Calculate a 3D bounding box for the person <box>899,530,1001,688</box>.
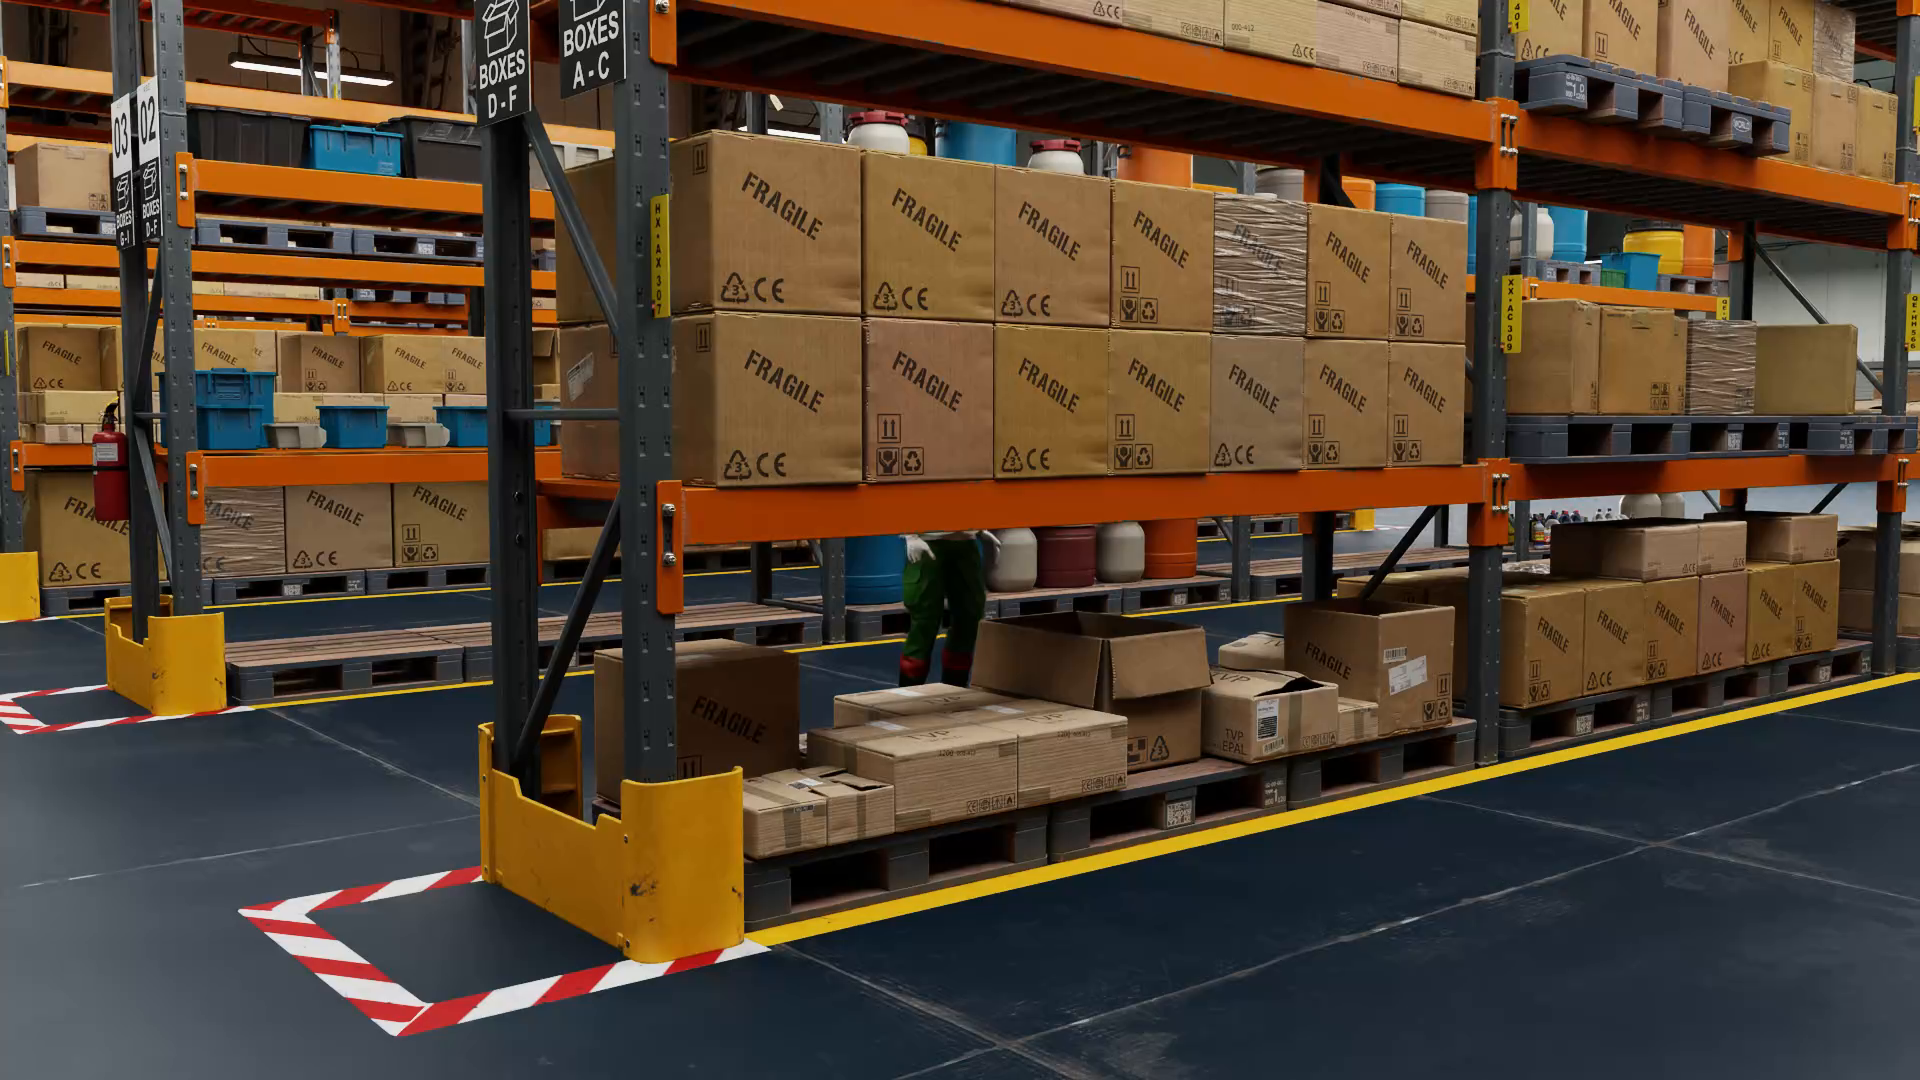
[{"bbox_3d":[-0.070,0.019,8.140,0.533,1.766,0.388,-3,5,-38],"label":"person"}]
